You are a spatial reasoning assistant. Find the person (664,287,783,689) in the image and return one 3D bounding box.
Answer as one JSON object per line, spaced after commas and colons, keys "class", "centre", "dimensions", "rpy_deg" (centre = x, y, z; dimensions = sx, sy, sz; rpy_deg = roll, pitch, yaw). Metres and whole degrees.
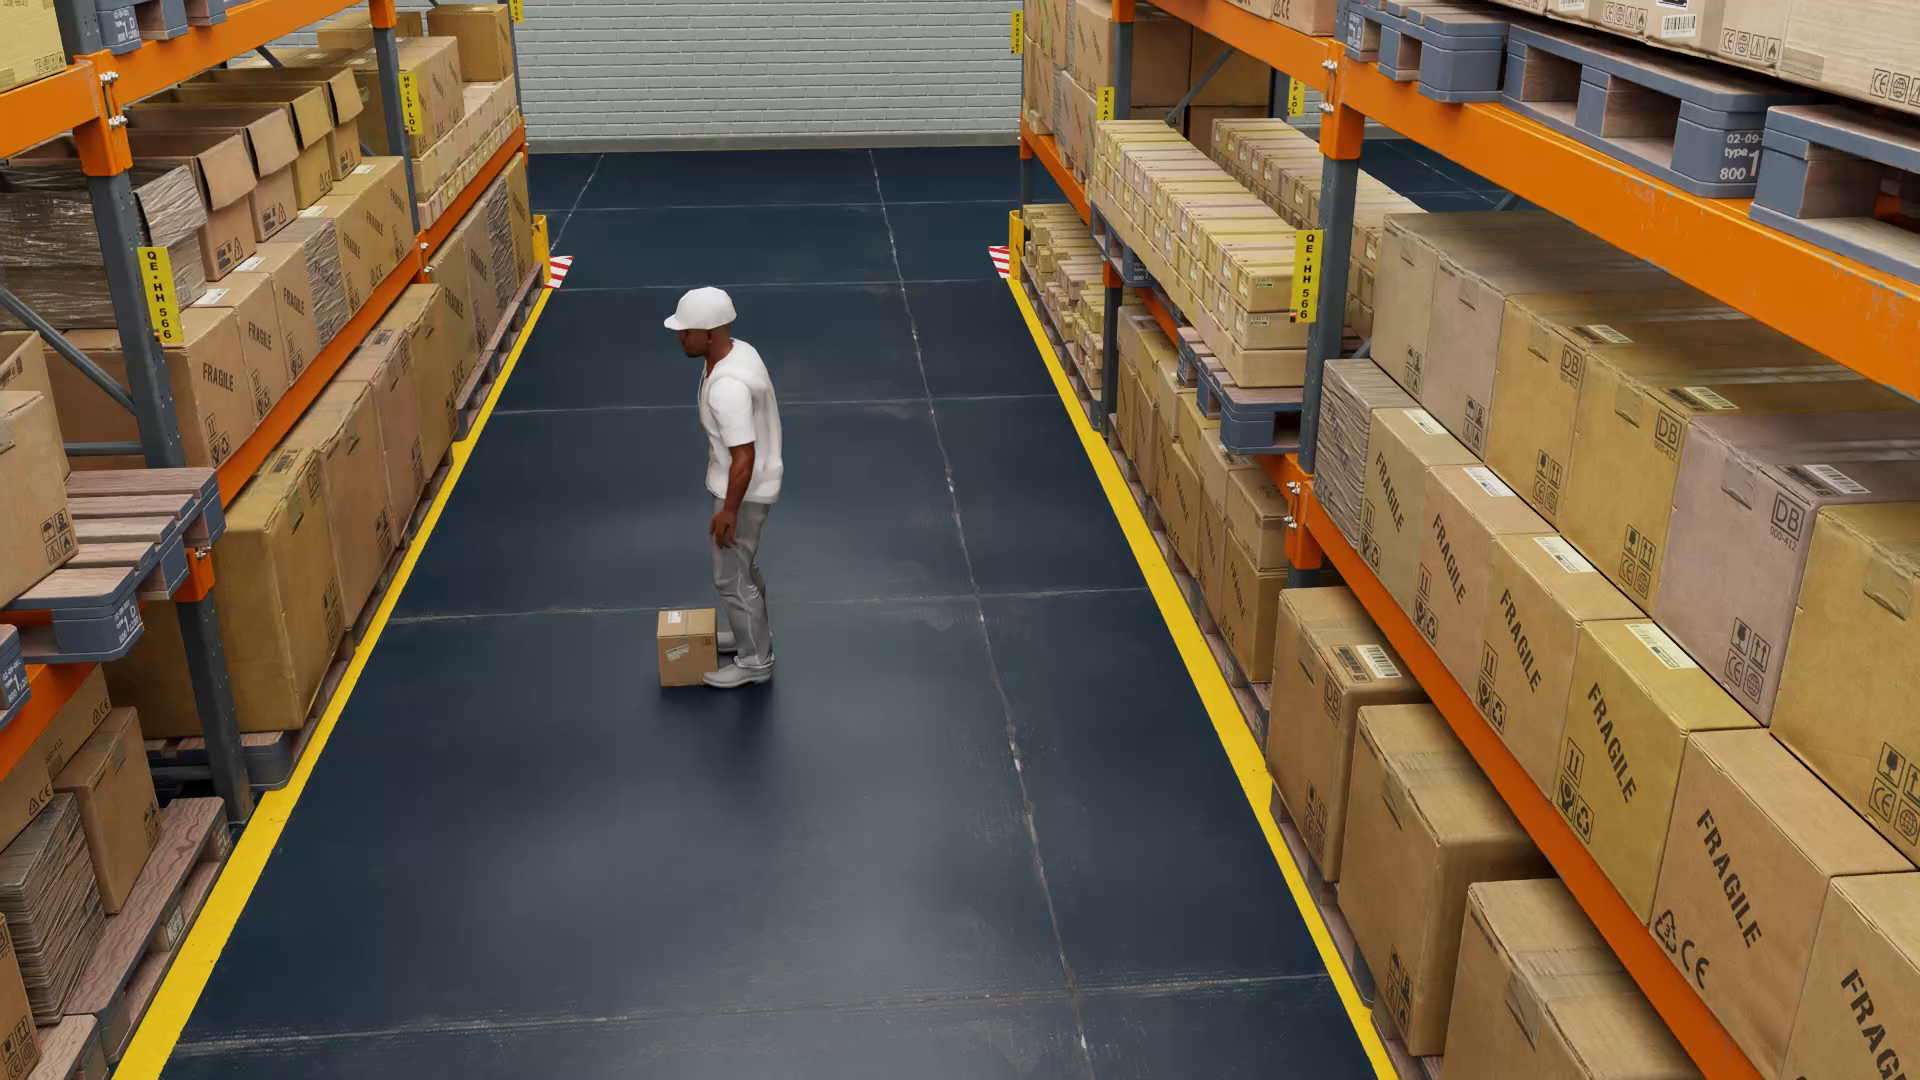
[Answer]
{"class": "person", "centre": [-0.978, -0.224, 7.090], "dimensions": [0.454, 1.761, 0.636], "rpy_deg": [-3, 24, -8]}
